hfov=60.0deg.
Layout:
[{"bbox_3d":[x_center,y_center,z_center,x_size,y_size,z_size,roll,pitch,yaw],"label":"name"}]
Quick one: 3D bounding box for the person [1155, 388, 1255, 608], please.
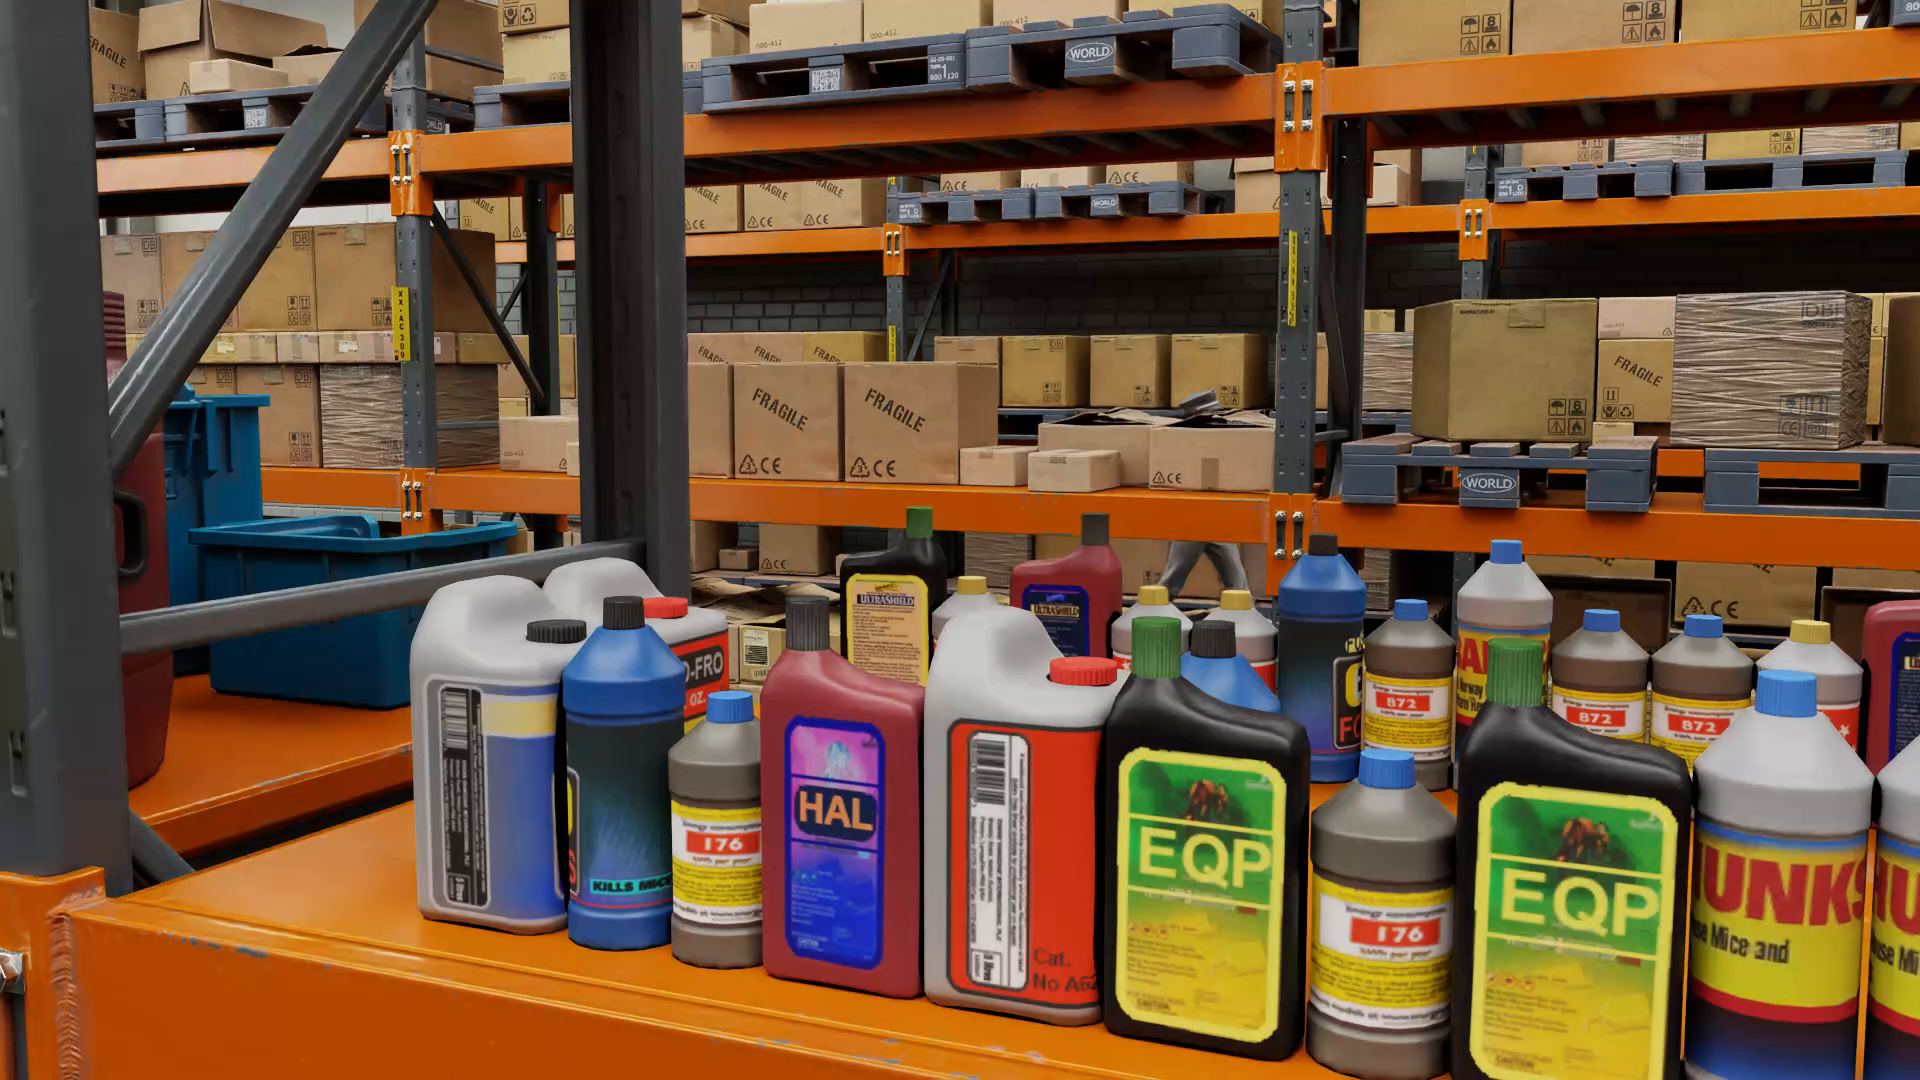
[{"bbox_3d":[1.533,-0.112,10.108,1.009,1.624,0.498,3,6,26],"label":"person"}]
